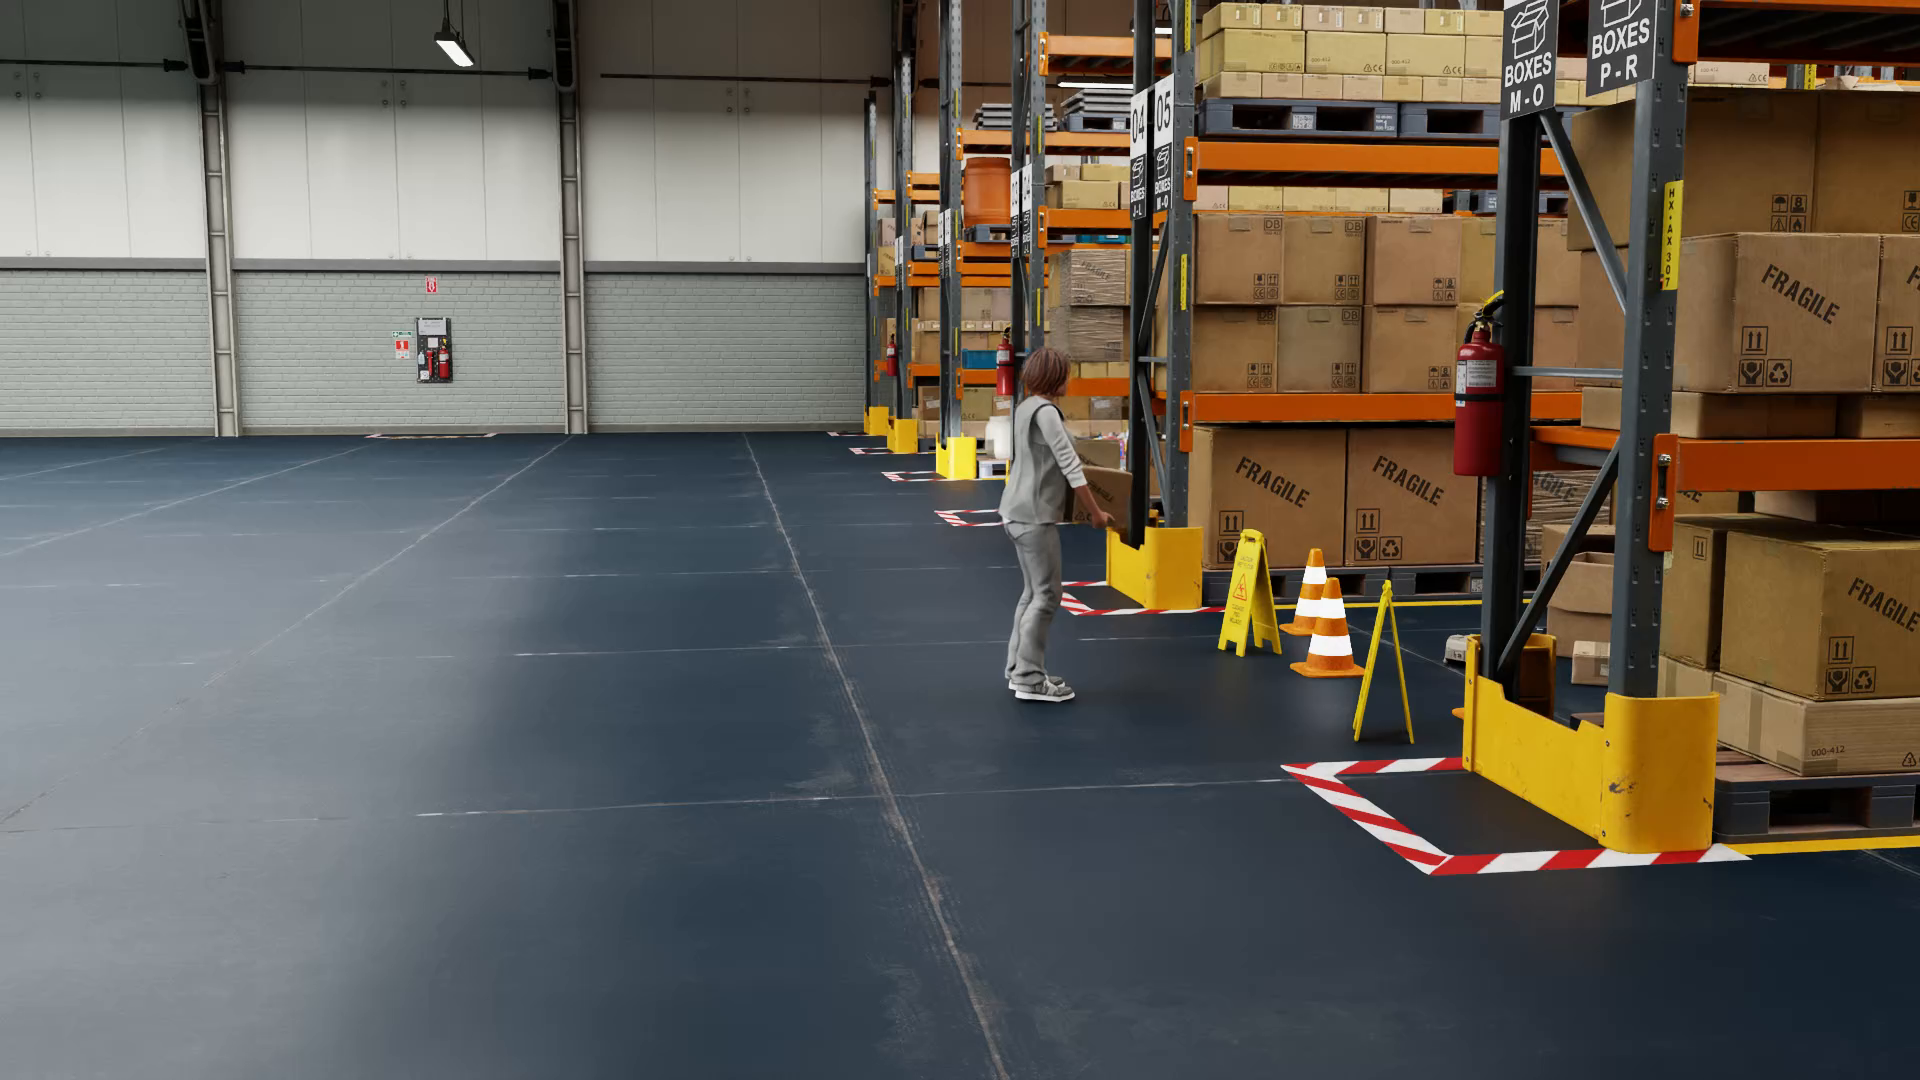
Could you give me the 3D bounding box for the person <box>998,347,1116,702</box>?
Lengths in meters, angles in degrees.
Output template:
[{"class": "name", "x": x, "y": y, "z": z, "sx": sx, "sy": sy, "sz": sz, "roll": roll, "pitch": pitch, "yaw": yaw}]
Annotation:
[{"class": "person", "x": 0.429, "y": -0.074, "z": 7.570, "sx": 0.508, "sy": 1.596, "sz": 0.375, "roll": -1, "pitch": 7, "yaw": -10}]
